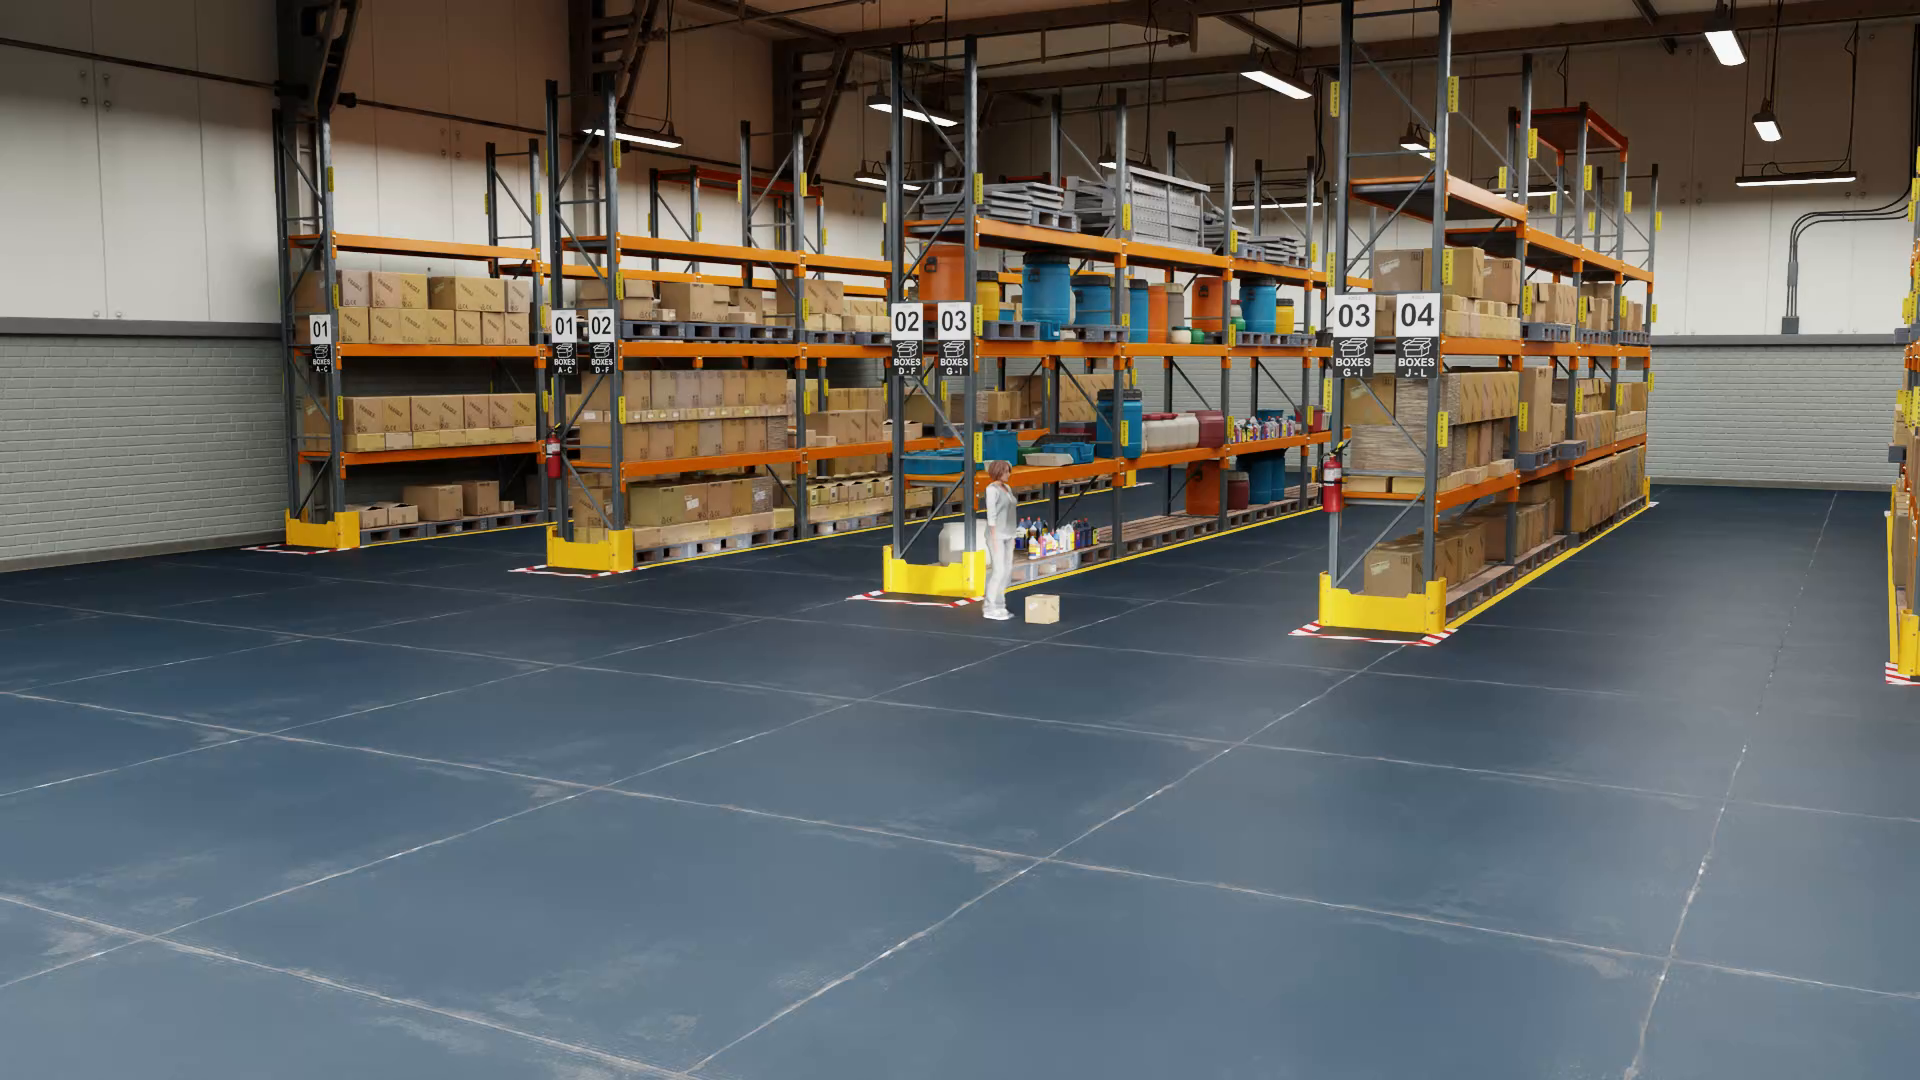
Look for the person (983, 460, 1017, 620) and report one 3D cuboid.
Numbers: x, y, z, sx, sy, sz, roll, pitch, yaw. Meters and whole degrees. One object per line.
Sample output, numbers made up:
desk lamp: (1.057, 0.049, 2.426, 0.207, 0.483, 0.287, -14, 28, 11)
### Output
person: (0.409, 0.010, 16.653, 0.304, 1.606, 0.405, 4, 7, 30)
